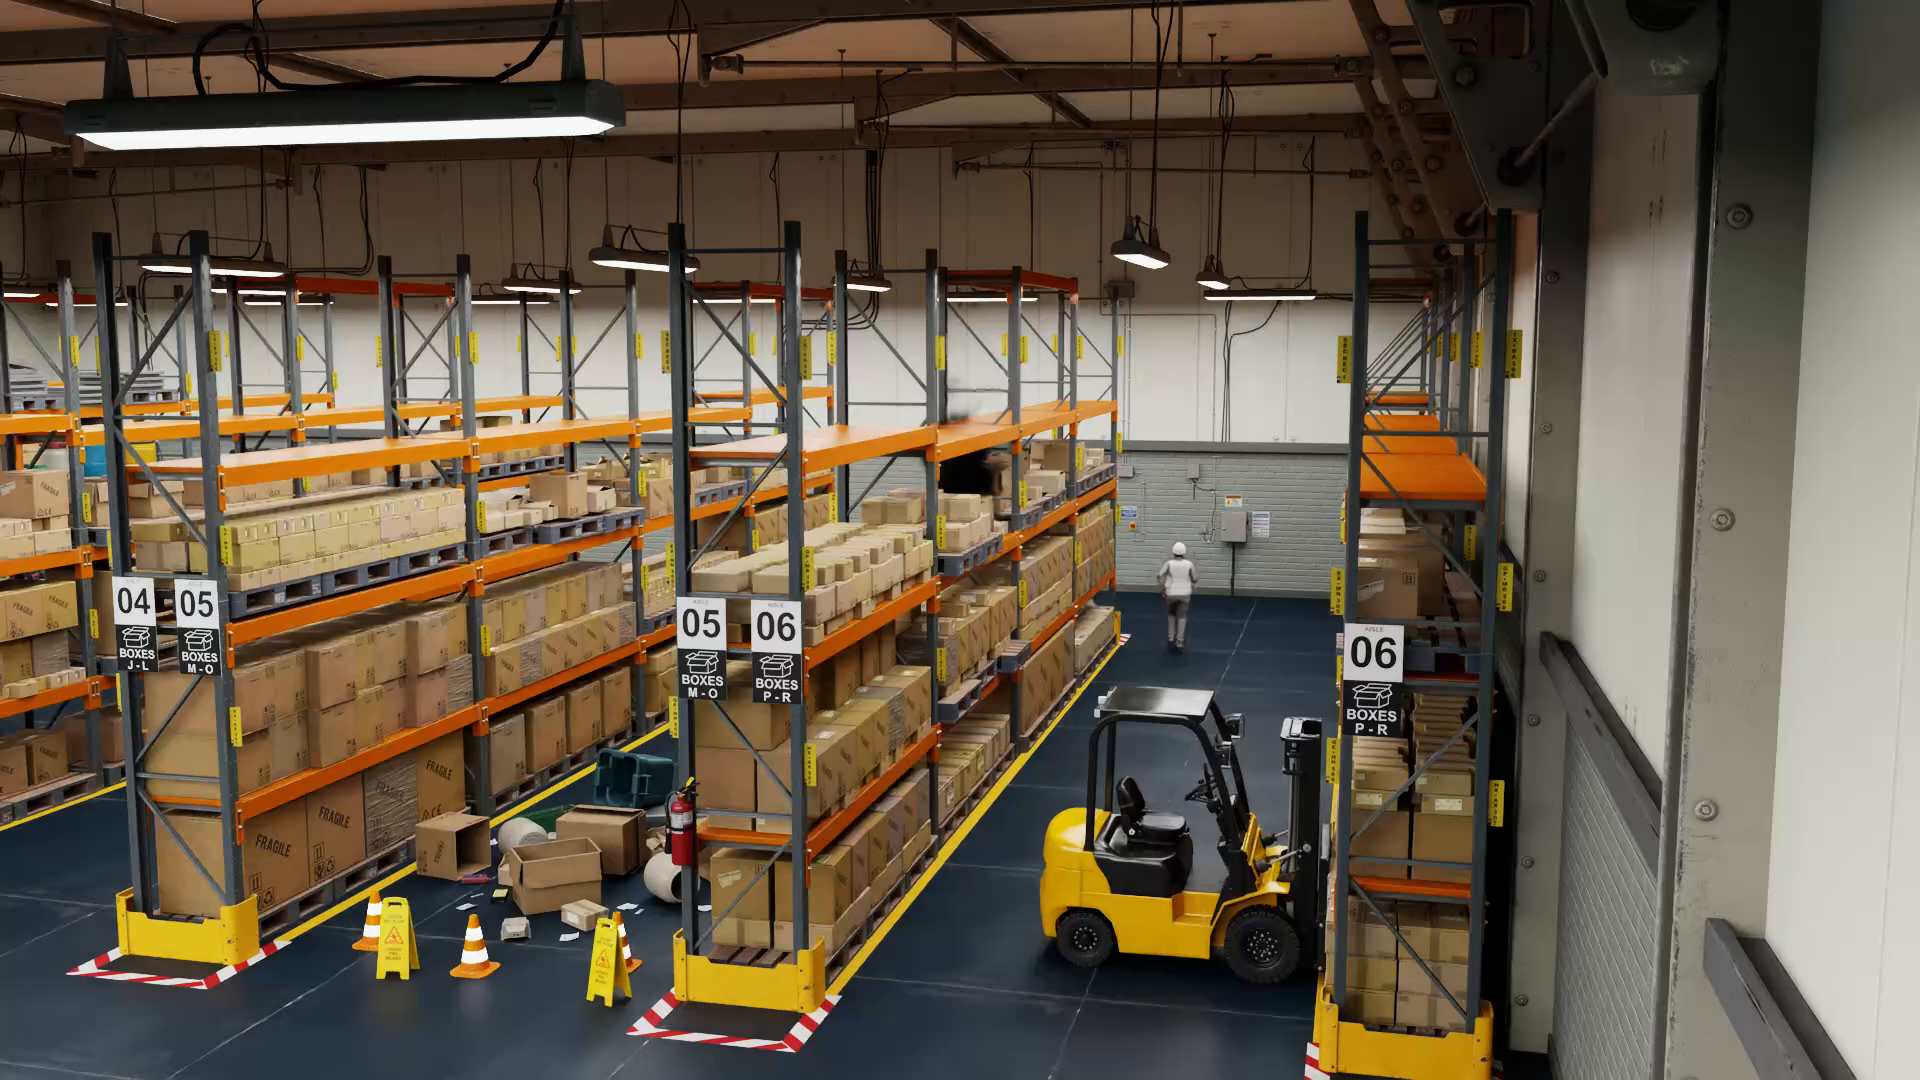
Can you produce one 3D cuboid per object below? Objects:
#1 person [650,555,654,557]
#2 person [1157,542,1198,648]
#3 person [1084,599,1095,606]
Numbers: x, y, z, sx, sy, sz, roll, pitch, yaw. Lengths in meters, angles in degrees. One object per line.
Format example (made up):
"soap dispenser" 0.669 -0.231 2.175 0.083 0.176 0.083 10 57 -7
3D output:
"person" -5.068 1.017 27.433 0.513 1.564 0.675 2 7 16
"person" 3.607 0.940 27.601 0.664 1.818 0.680 1 7 10
"person" 2.144 0.682 29.628 0.804 1.782 0.658 3 8 24
